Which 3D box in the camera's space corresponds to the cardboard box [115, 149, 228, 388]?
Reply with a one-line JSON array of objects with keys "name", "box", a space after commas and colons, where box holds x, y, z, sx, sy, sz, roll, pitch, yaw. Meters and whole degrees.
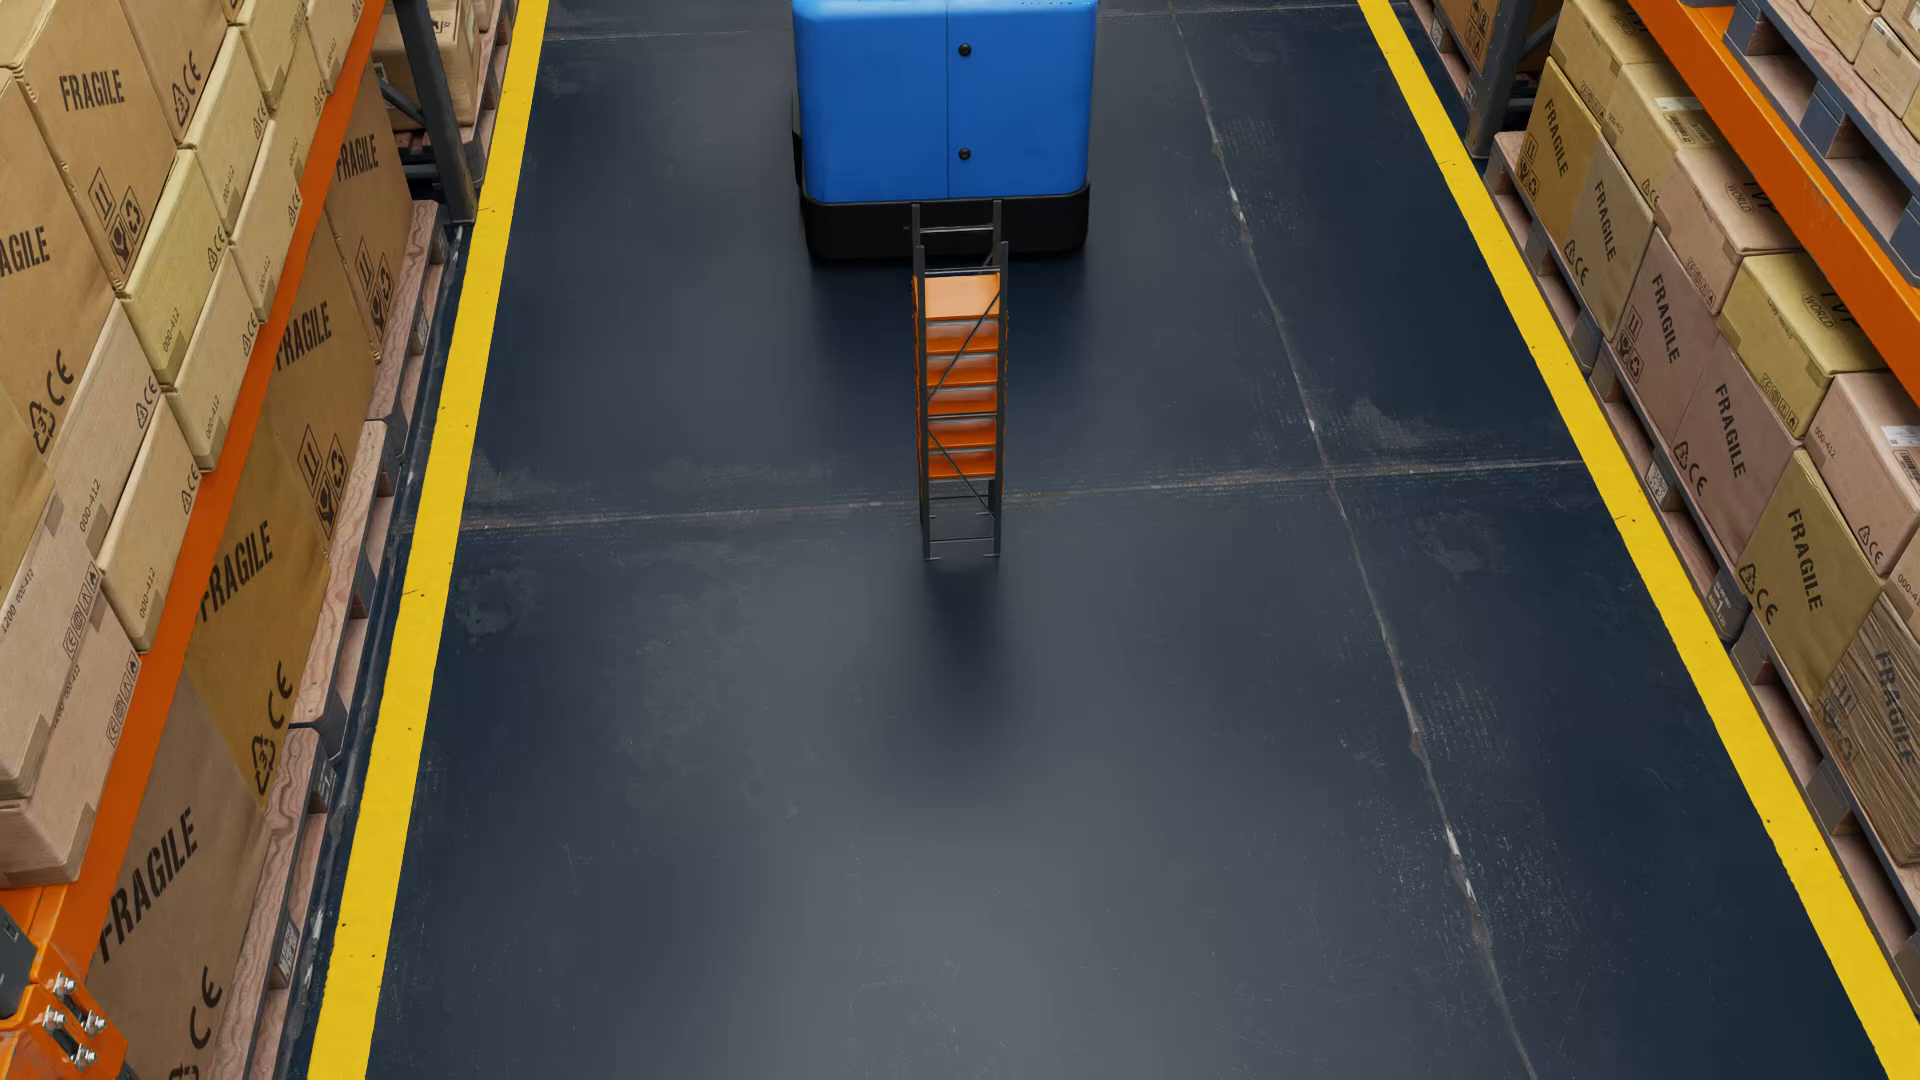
[{"name": "cardboard box", "box": [-1.877, -0.563, 3.476, 0.500, 0.250, 0.500, -3, 47, -3]}]

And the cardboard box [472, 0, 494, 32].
[{"name": "cardboard box", "box": [-2.476, -2.442, 7.018, 0.950, 0.372, 0.625, -4, 47, -4]}]

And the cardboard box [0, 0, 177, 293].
[{"name": "cardboard box", "box": [-1.894, -0.808, 3.192, 0.500, 0.500, 0.500, -5, 47, -4]}]

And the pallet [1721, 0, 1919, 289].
[{"name": "pallet", "box": [2.762, -1.137, 4.393, 1.003, 0.211, 1.213, -3, 47, -3]}]

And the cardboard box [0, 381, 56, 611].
[{"name": "cardboard box", "box": [-1.784, -0.079, 2.501, 0.500, 0.500, 0.500, -3, 47, -3]}]

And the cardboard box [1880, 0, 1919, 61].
[{"name": "cardboard box", "box": [2.531, -1.304, 4.098, 0.380, 0.149, 0.250, -2, 47, -2]}]

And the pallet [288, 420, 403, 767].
[{"name": "pallet", "box": [-2.279, 0.156, 4.957, 1.003, 0.211, 1.213, -3, 47, -3]}]

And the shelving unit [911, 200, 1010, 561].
[{"name": "shelving unit", "box": [-0.001, -0.423, 4.824, 0.258, 1.200, 0.189, -3, 47, -3]}]

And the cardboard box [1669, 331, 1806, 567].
[{"name": "cardboard box", "box": [2.496, -0.286, 4.887, 0.500, 0.500, 0.500, -4, 47, -4]}]

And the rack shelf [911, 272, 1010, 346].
[{"name": "rack shelf", "box": [-0.001, -0.640, 4.595, 0.258, 0.103, 0.180, -3, 47, -3]}]

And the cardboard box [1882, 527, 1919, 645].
[{"name": "cardboard box", "box": [2.576, 0.195, 3.915, 0.500, 0.250, 0.500, -5, 47, -4]}]

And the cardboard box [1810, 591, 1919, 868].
[{"name": "cardboard box", "box": [2.577, 0.456, 4.184, 0.500, 0.500, 0.500, -4, 47, -4]}]

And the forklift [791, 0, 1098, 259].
[{"name": "forklift", "box": [-0.141, -3.110, 6.176, 1.130, 2.935, 3.031, -3, 47, -3]}]

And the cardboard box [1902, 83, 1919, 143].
[{"name": "cardboard box", "box": [2.547, -1.014, 4.028, 0.380, 0.149, 0.250, -2, 47, -2]}]

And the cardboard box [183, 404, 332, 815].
[{"name": "cardboard box", "box": [-2.249, 0.125, 4.240, 0.875, 0.875, 0.875, -2, 47, -2]}]

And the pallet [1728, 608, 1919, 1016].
[{"name": "pallet", "box": [2.823, 0.657, 4.482, 1.003, 0.211, 1.213, -3, 47, -3]}]

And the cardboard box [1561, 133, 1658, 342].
[{"name": "cardboard box", "box": [2.406, -1.027, 5.589, 0.500, 0.500, 0.500, -3, 47, -3]}]

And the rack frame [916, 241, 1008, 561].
[{"name": "rack frame", "box": [0.006, -0.357, 4.762, 0.240, 1.200, 0.006, -3, 47, -3]}]

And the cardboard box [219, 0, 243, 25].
[{"name": "cardboard box", "box": [-1.979, -1.548, 3.893, 0.500, 0.500, 0.500, -3, 47, -3]}]

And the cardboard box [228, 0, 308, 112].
[{"name": "cardboard box", "box": [-1.965, -1.304, 4.178, 0.500, 0.250, 0.500, -5, 47, -4]}]

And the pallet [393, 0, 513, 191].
[{"name": "pallet", "box": [-2.433, -1.865, 6.871, 1.003, 0.211, 1.213, -3, 47, -3]}]

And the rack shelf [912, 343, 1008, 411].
[{"name": "rack shelf", "box": [-0.001, -0.475, 4.769, 0.258, 0.103, 0.180, -3, 47, -3]}]

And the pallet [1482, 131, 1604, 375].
[{"name": "pallet", "box": [2.619, -1.108, 6.154, 1.003, 0.211, 1.213, -3, 47, -3]}]

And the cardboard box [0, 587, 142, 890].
[{"name": "cardboard box", "box": [-1.808, 0.353, 2.953, 0.500, 0.250, 0.500, -4, 47, -4]}]

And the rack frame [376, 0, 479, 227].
[{"name": "rack frame", "box": [-2.369, -2.259, 5.323, 1.000, 3.000, 0.127, -3, 47, -3]}]

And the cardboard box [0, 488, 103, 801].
[{"name": "cardboard box", "box": [-1.790, 0.180, 2.773, 0.500, 0.250, 0.500, -5, 47, -4]}]

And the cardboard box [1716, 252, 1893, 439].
[{"name": "cardboard box", "box": [2.488, -0.559, 4.629, 0.500, 0.250, 0.500, -5, 47, -5]}]

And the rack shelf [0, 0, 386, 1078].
[{"name": "rack shelf", "box": [-2.202, -0.564, 4.214, 1.077, 0.370, 4.000, -3, 47, -3]}]

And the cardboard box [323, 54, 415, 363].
[{"name": "cardboard box", "box": [-2.394, -1.168, 5.464, 0.875, 0.875, 0.875, -4, 47, -4]}]

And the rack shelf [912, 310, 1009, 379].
[{"name": "rack shelf", "box": [-0.001, -0.558, 4.682, 0.258, 0.103, 0.180, -3, 47, -3]}]

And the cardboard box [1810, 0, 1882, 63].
[{"name": "cardboard box", "box": [2.505, -1.395, 4.389, 0.380, 0.149, 0.250, -3, 47, -3]}]

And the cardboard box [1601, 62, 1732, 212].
[{"name": "cardboard box", "box": [2.414, -1.295, 5.326, 0.500, 0.250, 0.500, -4, 47, -4]}]

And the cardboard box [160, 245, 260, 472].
[{"name": "cardboard box", "box": [-1.880, -0.393, 3.660, 0.500, 0.250, 0.500, -4, 47, -4]}]

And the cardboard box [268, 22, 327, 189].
[{"name": "cardboard box", "box": [-1.983, -1.123, 4.351, 0.500, 0.250, 0.500, -4, 47, -4]}]
